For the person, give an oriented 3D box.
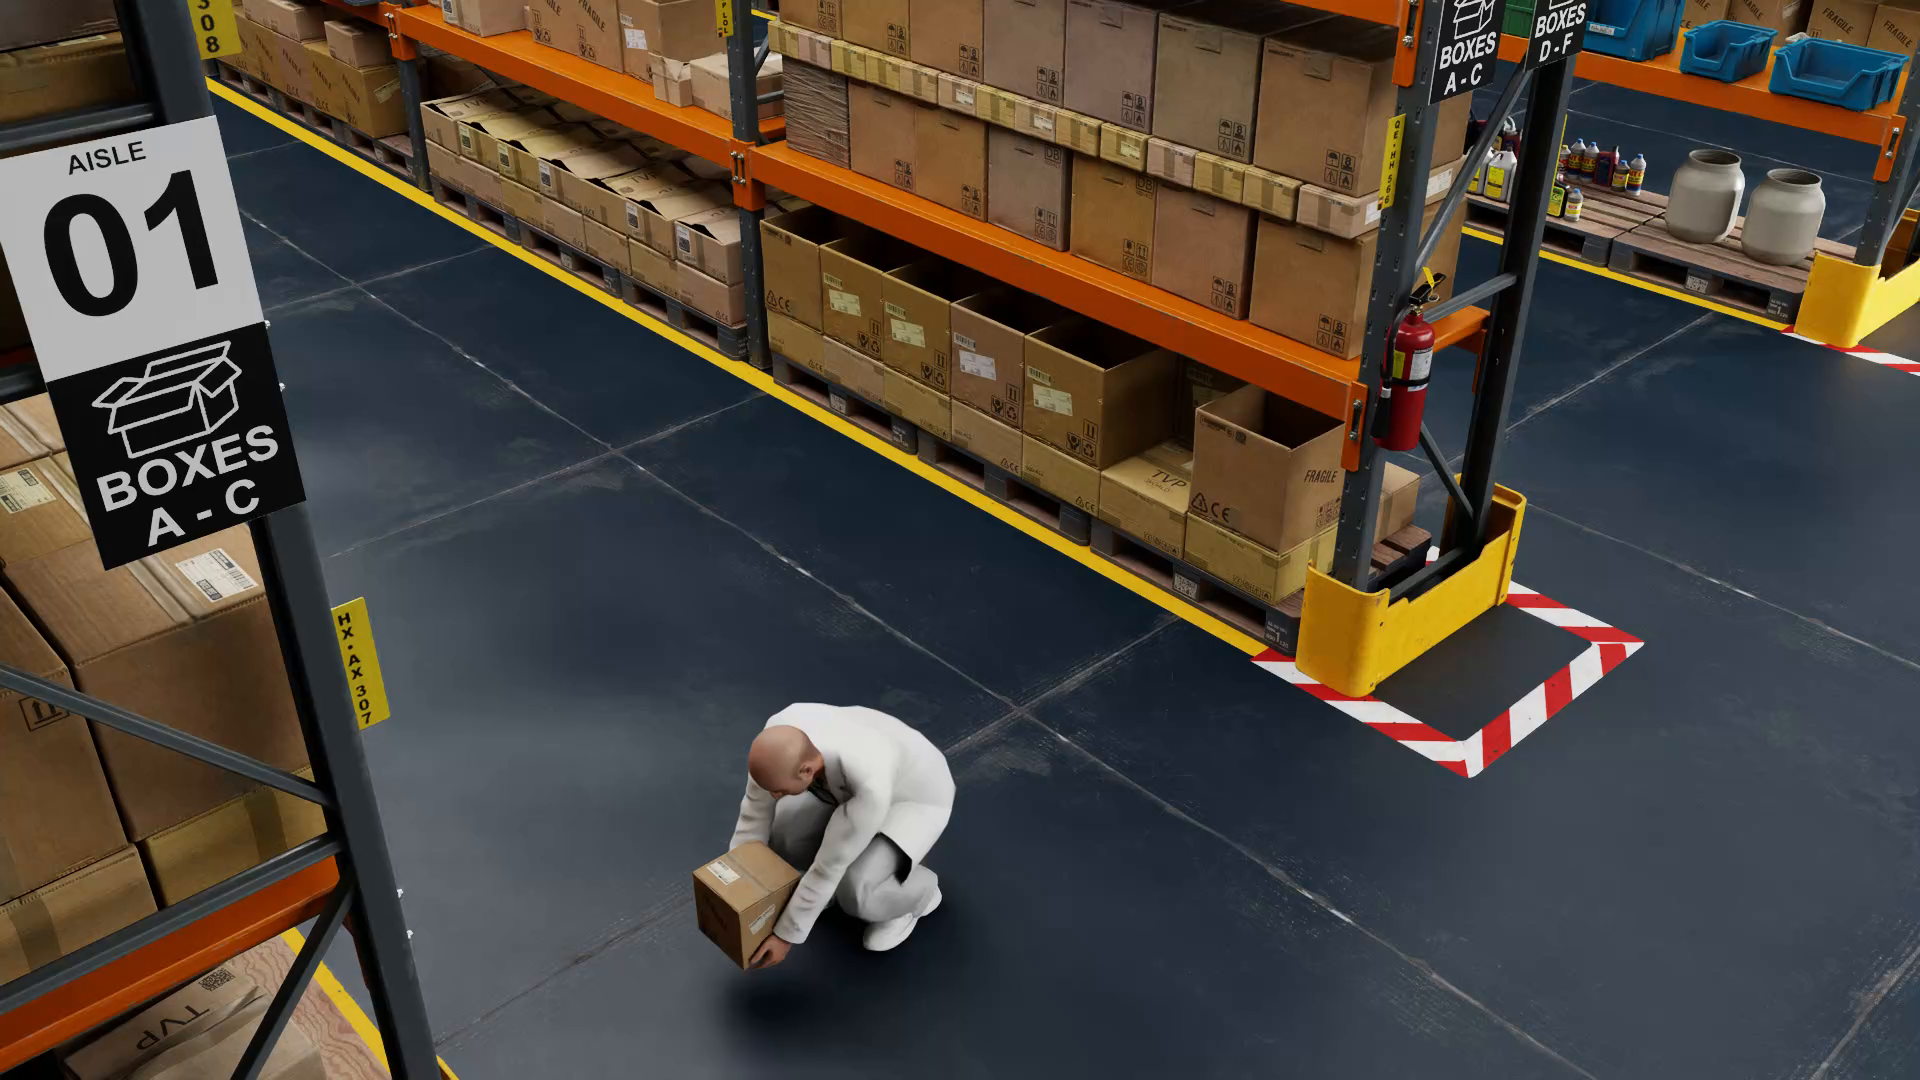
[{"bbox_3d":[-0.407,0.891,5.435,0.927,1.004,0.575,-27,40,-36],"label":"person"}]
